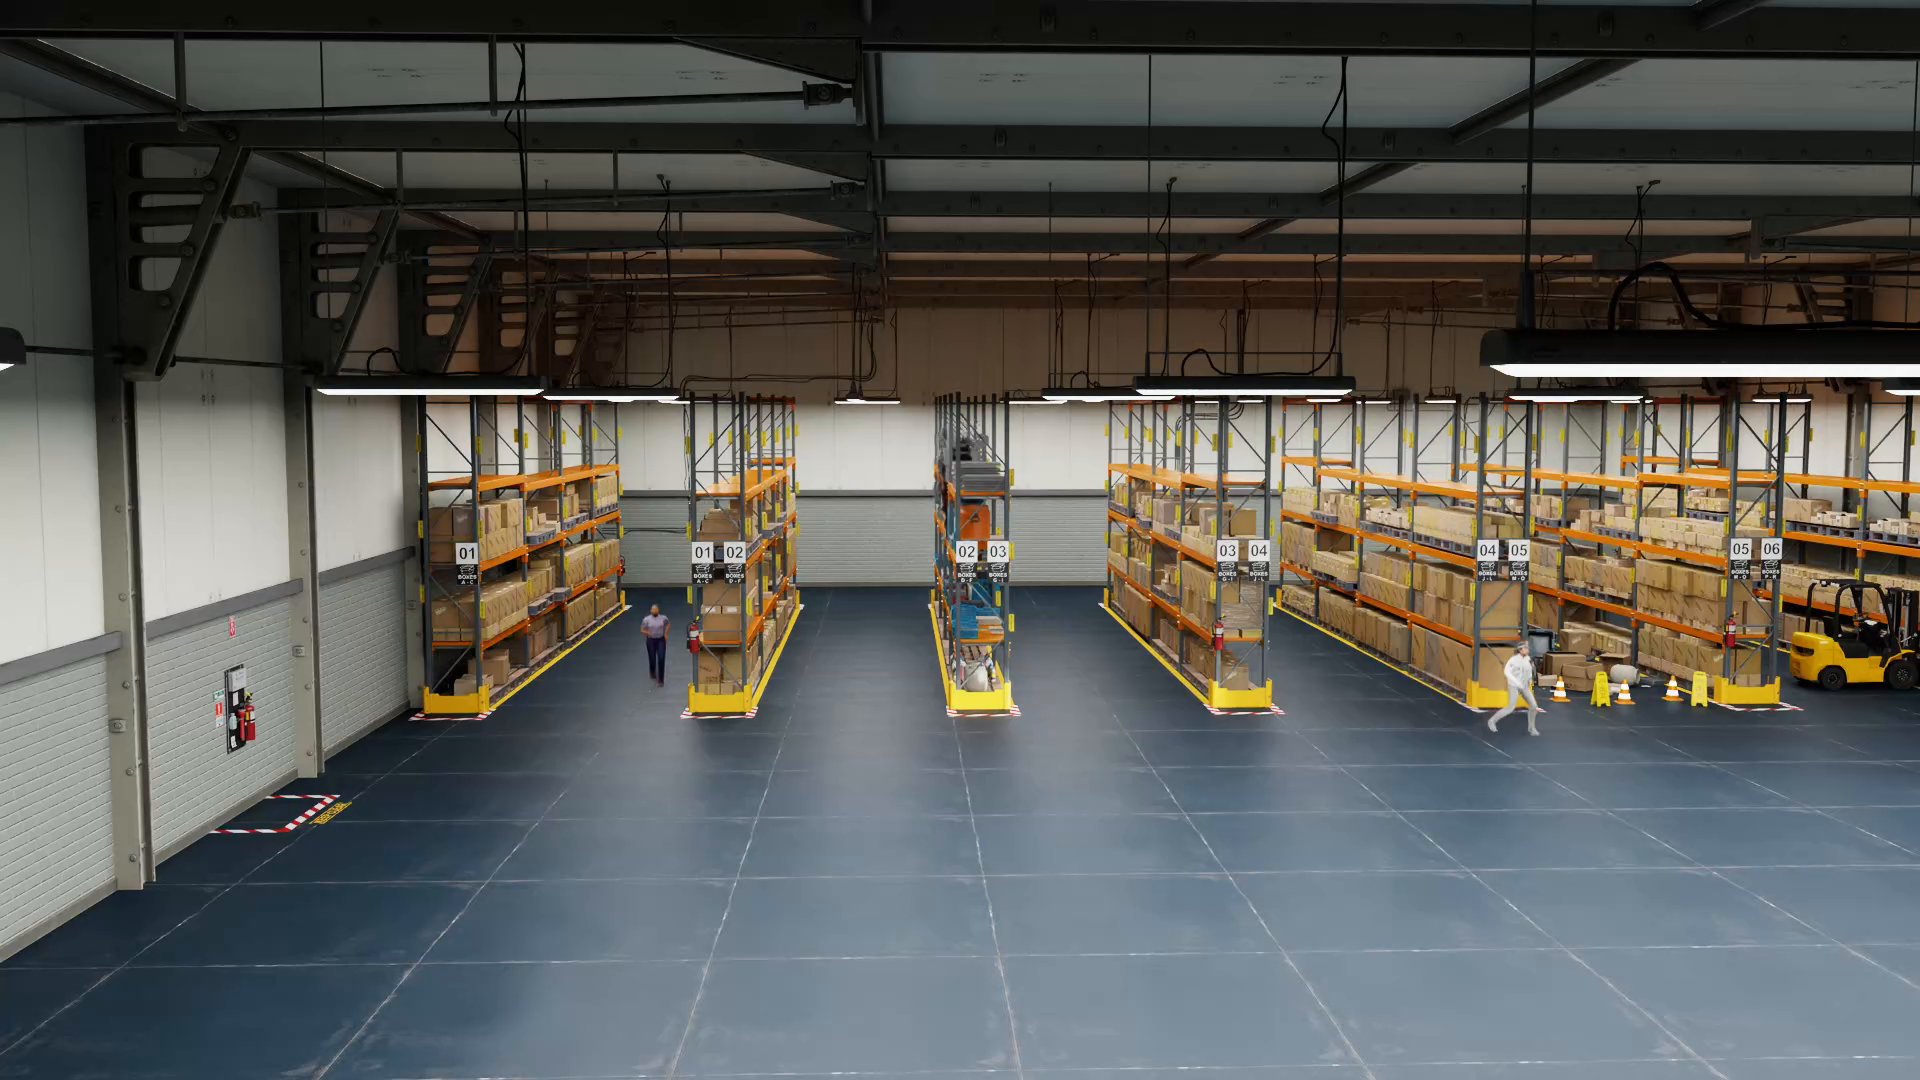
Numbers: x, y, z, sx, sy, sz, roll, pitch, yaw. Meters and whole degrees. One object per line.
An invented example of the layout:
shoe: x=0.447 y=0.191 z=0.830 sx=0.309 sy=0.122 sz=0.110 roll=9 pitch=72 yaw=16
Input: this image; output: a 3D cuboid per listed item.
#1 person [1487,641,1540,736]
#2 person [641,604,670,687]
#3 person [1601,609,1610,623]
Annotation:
person: x=9.727 y=2.587 z=29.053 sx=0.841 sy=1.688 sz=0.713 roll=-3 pitch=6 yaw=-35
person: x=-6.291 y=2.147 z=34.363 sx=0.604 sy=1.668 sz=0.924 roll=-1 pitch=5 yaw=-13
person: x=16.579 y=1.410 z=42.947 sx=0.668 sy=1.855 sz=0.861 roll=-1 pitch=5 yaw=-8
